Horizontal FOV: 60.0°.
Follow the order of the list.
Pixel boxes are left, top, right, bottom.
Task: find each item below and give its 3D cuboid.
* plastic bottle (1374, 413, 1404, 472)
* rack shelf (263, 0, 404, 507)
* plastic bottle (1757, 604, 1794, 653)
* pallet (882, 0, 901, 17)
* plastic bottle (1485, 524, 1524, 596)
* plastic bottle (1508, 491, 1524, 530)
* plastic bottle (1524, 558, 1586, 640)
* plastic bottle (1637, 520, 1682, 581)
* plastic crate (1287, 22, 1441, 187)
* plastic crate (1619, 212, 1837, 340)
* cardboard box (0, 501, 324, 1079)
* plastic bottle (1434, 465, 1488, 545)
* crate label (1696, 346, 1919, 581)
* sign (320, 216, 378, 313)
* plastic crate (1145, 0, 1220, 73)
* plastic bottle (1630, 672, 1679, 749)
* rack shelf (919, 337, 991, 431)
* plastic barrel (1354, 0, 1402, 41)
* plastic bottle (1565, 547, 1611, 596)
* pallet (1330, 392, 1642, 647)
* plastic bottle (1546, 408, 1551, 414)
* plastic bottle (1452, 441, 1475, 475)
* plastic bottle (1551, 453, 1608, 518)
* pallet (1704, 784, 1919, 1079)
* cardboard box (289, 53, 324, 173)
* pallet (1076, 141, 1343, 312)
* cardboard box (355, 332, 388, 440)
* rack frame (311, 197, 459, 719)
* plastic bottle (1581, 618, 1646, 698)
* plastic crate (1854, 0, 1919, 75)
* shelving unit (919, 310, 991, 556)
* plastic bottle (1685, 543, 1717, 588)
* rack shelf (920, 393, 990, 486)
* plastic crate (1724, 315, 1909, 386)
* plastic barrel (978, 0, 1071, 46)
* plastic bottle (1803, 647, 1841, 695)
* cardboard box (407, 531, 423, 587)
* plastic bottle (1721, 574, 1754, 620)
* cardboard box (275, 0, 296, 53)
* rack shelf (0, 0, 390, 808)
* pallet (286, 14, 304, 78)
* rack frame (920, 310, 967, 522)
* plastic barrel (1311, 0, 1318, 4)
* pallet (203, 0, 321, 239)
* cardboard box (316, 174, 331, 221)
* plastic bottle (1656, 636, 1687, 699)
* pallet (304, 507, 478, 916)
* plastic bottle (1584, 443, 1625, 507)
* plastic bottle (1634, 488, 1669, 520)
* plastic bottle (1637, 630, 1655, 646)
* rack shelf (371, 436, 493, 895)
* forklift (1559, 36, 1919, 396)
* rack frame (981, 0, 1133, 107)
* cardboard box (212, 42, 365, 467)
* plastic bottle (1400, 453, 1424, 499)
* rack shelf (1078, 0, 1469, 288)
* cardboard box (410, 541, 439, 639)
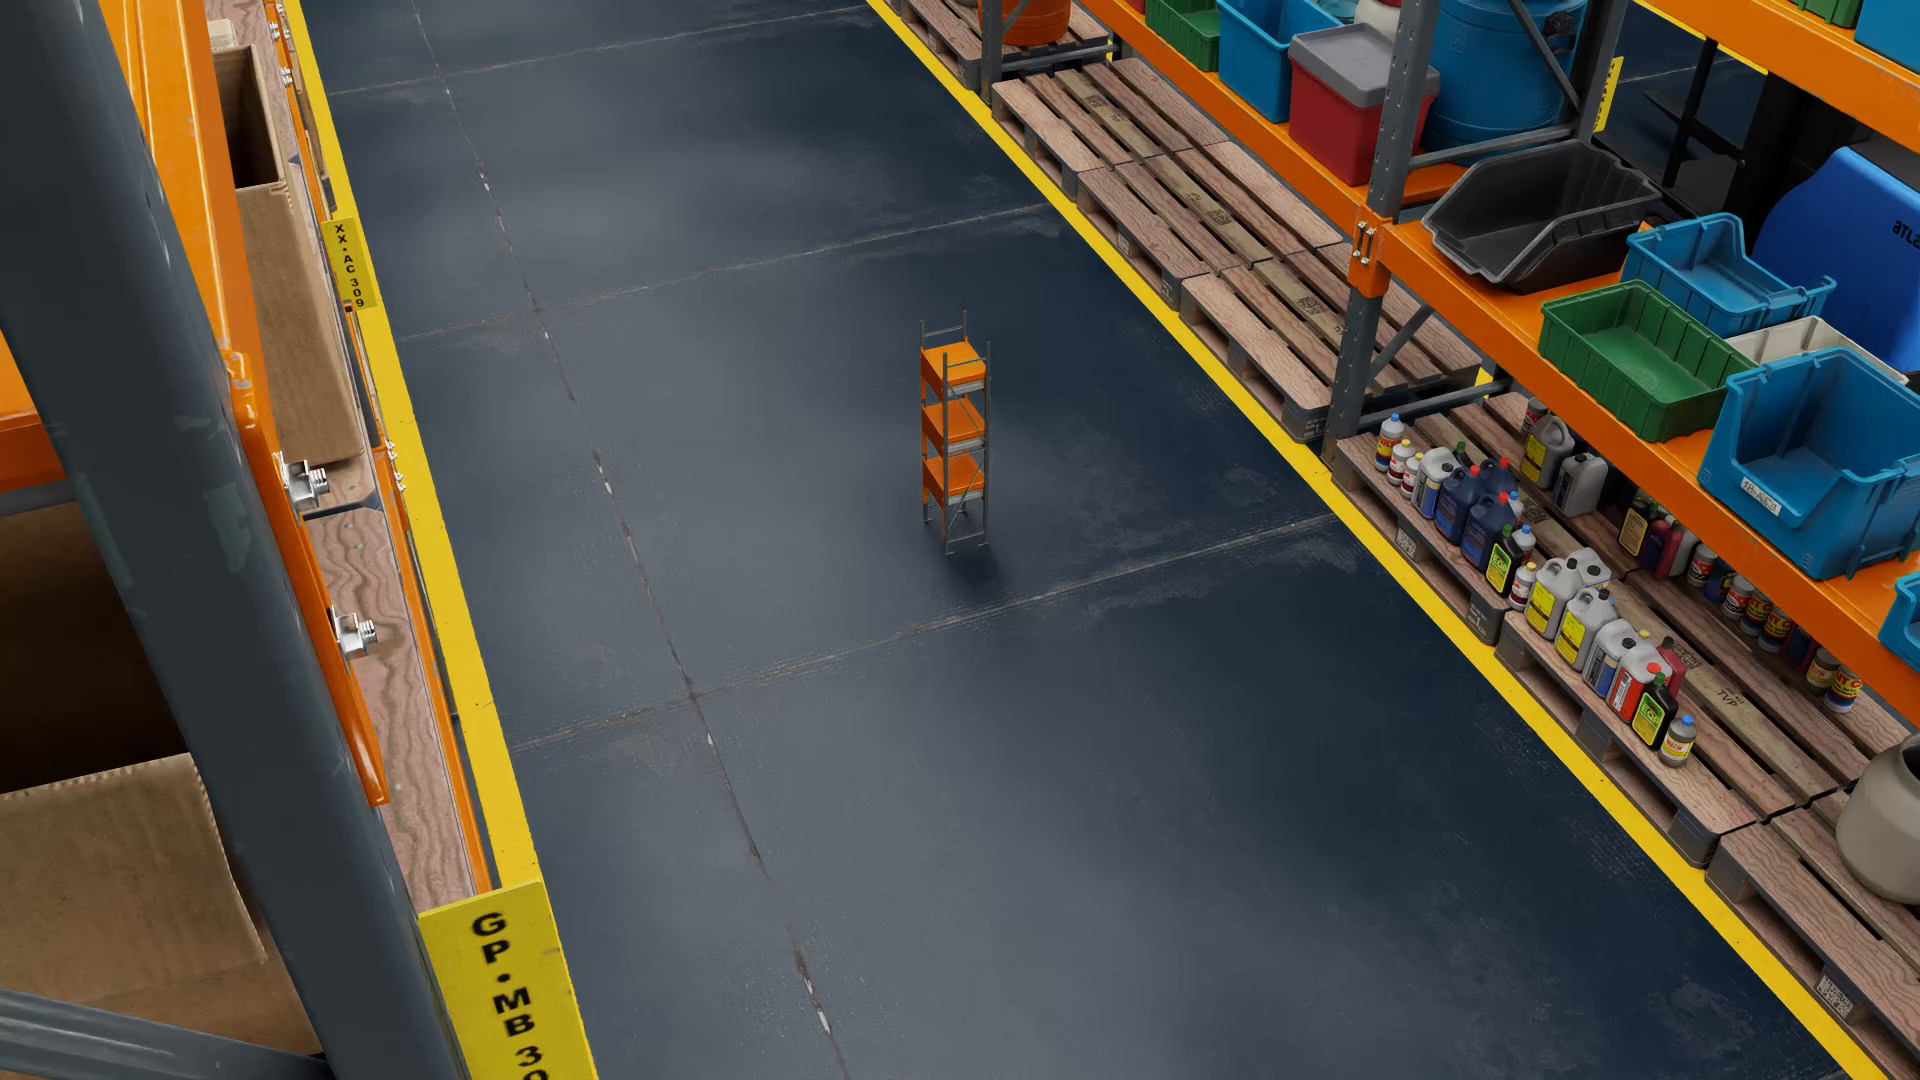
[{"bbox_3d":[1.863,-0.430,7.205,0.097,0.271,0.097,0,41,0],"label":"plastic bottle"},{"bbox_3d":[-3.197,-1.298,7.010,1.077,0.370,4.000,-15,43,-17],"label":"rack shelf"},{"bbox_3d":[3.140,0.302,6.354,0.097,0.271,0.097,0,41,0],"label":"plastic bottle"},{"bbox_3d":[-0.187,-4.150,11.914,1.003,0.211,1.213,-15,43,-17],"label":"pallet"},{"bbox_3d":[2.169,0.077,6.606,0.061,0.283,0.133,-13,42,-15],"label":"plastic bottle"},{"bbox_3d":[2.239,-0.085,6.803,0.097,0.271,0.097,0,41,0],"label":"plastic bottle"},{"bbox_3d":[2.307,0.198,6.414,0.144,0.351,0.185,-15,43,-17],"label":"plastic bottle"},{"bbox_3d":[2.816,0.016,6.677,0.061,0.283,0.133,-15,43,-17],"label":"plastic bottle"},{"bbox_3d":[1.678,-1.839,7.039,0.402,0.464,0.583,-15,43,-17],"label":"plastic crate"},{"bbox_3d":[2.821,-0.944,6.161,0.499,0.251,0.616,-15,43,-17],"label":"plastic crate"},{"bbox_3d":[-1.117,0.308,1.782,0.797,0.503,0.637,-12,42,-14],"label":"cardboard box"},{"bbox_3d":[2.072,-0.172,6.844,0.144,0.351,0.185,-14,43,-16],"label":"plastic bottle"},{"bbox_3d":[2.723,-0.244,5.206,0.502,0.435,0.616,-15,43,-17],"label":"crate label"},{"bbox_3d":[-1.919,-0.863,5.229,0.100,0.325,0.005,-15,43,-17],"label":"sign"},{"bbox_3d":[1.219,-2.498,8.016,0.450,0.188,0.662,-15,43,-17],"label":"plastic crate"},{"bbox_3d":[2.508,0.611,5.985,0.061,0.283,0.133,-14,43,-16],"label":"plastic bottle"},{"bbox_3d":[-0.020,-0.637,6.767,0.215,0.259,0.240,-15,43,-17],"label":"rack shelf"},{"bbox_3d":[1.983,-2.282,7.499,0.433,0.535,0.433,0,41,0],"label":"plastic barrel"},{"bbox_3d":[2.434,0.174,6.499,0.152,0.276,0.135,-15,43,-17],"label":"plastic bottle"},{"bbox_3d":[2.365,-0.127,7.236,1.003,0.211,1.213,-15,43,-17],"label":"pallet"},{"bbox_3d":[2.635,-0.529,7.310,0.061,0.283,0.133,-13,42,-15],"label":"plastic bottle"},{"bbox_3d":[2.110,-0.274,7.014,0.061,0.283,0.133,-15,43,-17],"label":"plastic bottle"},{"bbox_3d":[2.605,-0.250,6.991,0.152,0.276,0.135,-15,43,-17],"label":"plastic bottle"},{"bbox_3d":[3.298,1.343,5.527,1.003,0.211,1.213,-15,43,-17],"label":"pallet"},{"bbox_3d":[-3.872,-2.340,9.250,0.500,0.500,0.500,-13,42,-15],"label":"cardboard box"},{"bbox_3d":[1.339,-1.741,9.113,1.003,0.211,1.213,-15,43,-17],"label":"pallet"},{"bbox_3d":[-2.745,-0.621,7.028,0.500,0.311,0.500,-16,43,-18],"label":"cardboard box"},{"bbox_3d":[-2.431,-0.366,5.375,1.000,3.000,0.127,-15,43,-17],"label":"rack frame"},{"bbox_3d":[2.445,0.437,6.193,0.152,0.276,0.135,-16,43,-18],"label":"plastic bottle"},{"bbox_3d":[2.669,-1.395,4.283,0.392,0.384,0.575,-15,43,-17],"label":"plastic crate"},{"bbox_3d":[-0.020,-0.430,6.945,0.215,1.050,0.252,-15,43,-17],"label":"shelving unit"},{"bbox_3d":[2.985,0.084,6.660,0.097,0.201,0.097,0,41,0],"label":"plastic bottle"},{"bbox_3d":[-0.020,-0.422,6.952,0.215,0.259,0.240,-15,43,-17],"label":"rack shelf"},{"bbox_3d":[3.002,-0.584,5.831,0.530,0.136,0.437,-15,43,-17],"label":"plastic crate"},{"bbox_3d":[0.413,-3.636,10.520,0.600,0.830,0.708,-15,43,-17],"label":"plastic barrel"},{"bbox_3d":[3.231,0.472,6.209,0.097,0.201,0.097,0,41,0],"label":"plastic bottle"},{"bbox_3d":[-2.359,-0.006,6.313,0.500,0.311,0.500,-15,43,-17],"label":"cardboard box"},{"bbox_3d":[3.064,0.208,6.516,0.097,0.201,0.097,0,41,0],"label":"plastic bottle"},{"bbox_3d":[-4.265,-2.957,9.968,0.500,0.500,0.500,-16,43,-17],"label":"cardboard box"},{"bbox_3d":[-1.666,-1.011,2.383,1.077,0.370,4.000,-15,43,-17],"label":"rack shelf"},{"bbox_3d":[-4.676,-2.911,10.473,1.003,0.211,1.213,-15,43,-17],"label":"pallet"},{"bbox_3d":[-0.067,-0.504,7.031,0.200,1.050,0.008,-15,43,-17],"label":"rack frame"},{"bbox_3d":[1.702,-2.724,8.013,0.433,0.535,0.433,0,41,0],"label":"plastic barrel"},{"bbox_3d":[-2.081,-0.962,3.836,1.003,0.211,1.213,-15,43,-17],"label":"pallet"},{"bbox_3d":[-3.329,-1.539,8.096,0.500,0.311,0.500,-16,43,-18],"label":"cardboard box"},{"bbox_3d":[2.596,0.491,6.125,0.061,0.283,0.133,-15,43,-17],"label":"plastic bottle"},{"bbox_3d":[-1.148,0.508,2.126,1.003,0.211,1.213,-15,43,-17],"label":"pallet"},{"bbox_3d":[2.733,-0.330,7.027,0.144,0.351,0.185,-17,44,-19],"label":"plastic bottle"},{"bbox_3d":[2.856,-0.136,6.801,0.144,0.351,0.185,-15,43,-17],"label":"plastic bottle"},{"bbox_3d":[2.553,0.423,6.266,0.097,0.201,0.097,0,41,0],"label":"plastic bottle"},{"bbox_3d":[-1.666,1.112,4.208,1.077,0.370,4.000,-15,43,-17],"label":"rack shelf"},{"bbox_3d":[4.337,-2.666,8.102,1.130,2.935,3.031,-12,42,-13],"label":"forklift"},{"bbox_3d":[0.616,-4.009,9.611,1.000,3.000,0.127,-15,43,-17],"label":"rack frame"},{"bbox_3d":[-1.284,-0.412,2.622,0.500,0.500,0.500,-15,43,-17],"label":"cardboard box"},{"bbox_3d":[1.941,-0.281,7.085,0.097,0.201,0.097,0,41,0],"label":"plastic bottle"},{"bbox_3d":[1.381,-2.531,8.445,1.077,0.370,4.000,-15,43,-17],"label":"rack shelf"},{"bbox_3d":[-2.357,0.213,6.489,0.500,0.250,0.500,-16,43,-18],"label":"cardboard box"}]
